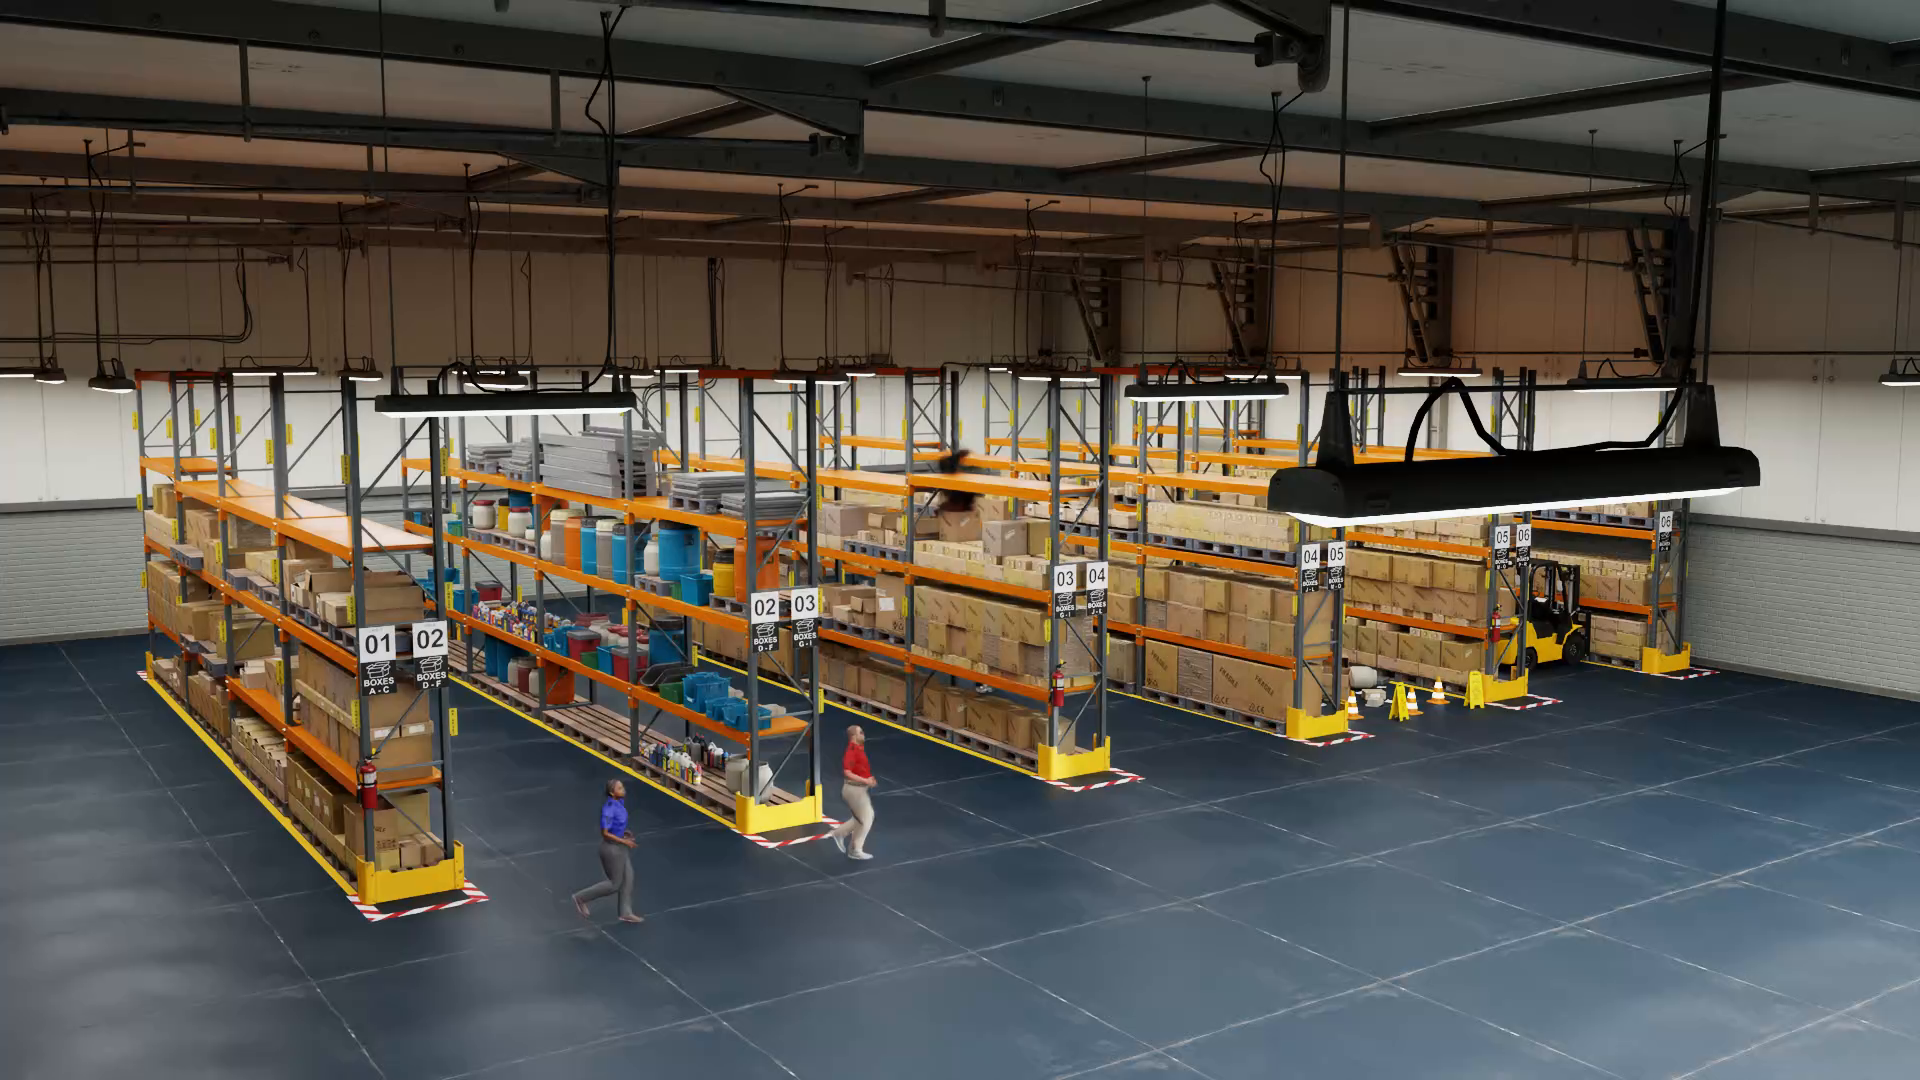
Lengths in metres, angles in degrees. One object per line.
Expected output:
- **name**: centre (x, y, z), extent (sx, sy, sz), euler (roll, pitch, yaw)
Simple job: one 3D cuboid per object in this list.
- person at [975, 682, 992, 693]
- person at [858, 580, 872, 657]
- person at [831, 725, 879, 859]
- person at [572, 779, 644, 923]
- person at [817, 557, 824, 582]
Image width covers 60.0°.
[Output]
- **person**: centre (0.523, 2.066, 30.820), extent (0.516, 1.588, 0.608), euler (-6, 9, -44)
- **person**: centre (-1.906, 1.679, 33.555), extent (0.641, 1.769, 0.675), euler (-4, 8, -32)
- **person**: centre (-1.314, 3.171, 20.886), extent (0.602, 1.701, 0.701), euler (0, 6, -1)
- **person**: centre (-3.907, 3.457, 18.482), extent (0.756, 1.649, 0.585), euler (0, 6, -2)
- **person**: centre (-3.442, 1.159, 38.331), extent (0.698, 1.733, 0.562), euler (-4, 8, -31)
